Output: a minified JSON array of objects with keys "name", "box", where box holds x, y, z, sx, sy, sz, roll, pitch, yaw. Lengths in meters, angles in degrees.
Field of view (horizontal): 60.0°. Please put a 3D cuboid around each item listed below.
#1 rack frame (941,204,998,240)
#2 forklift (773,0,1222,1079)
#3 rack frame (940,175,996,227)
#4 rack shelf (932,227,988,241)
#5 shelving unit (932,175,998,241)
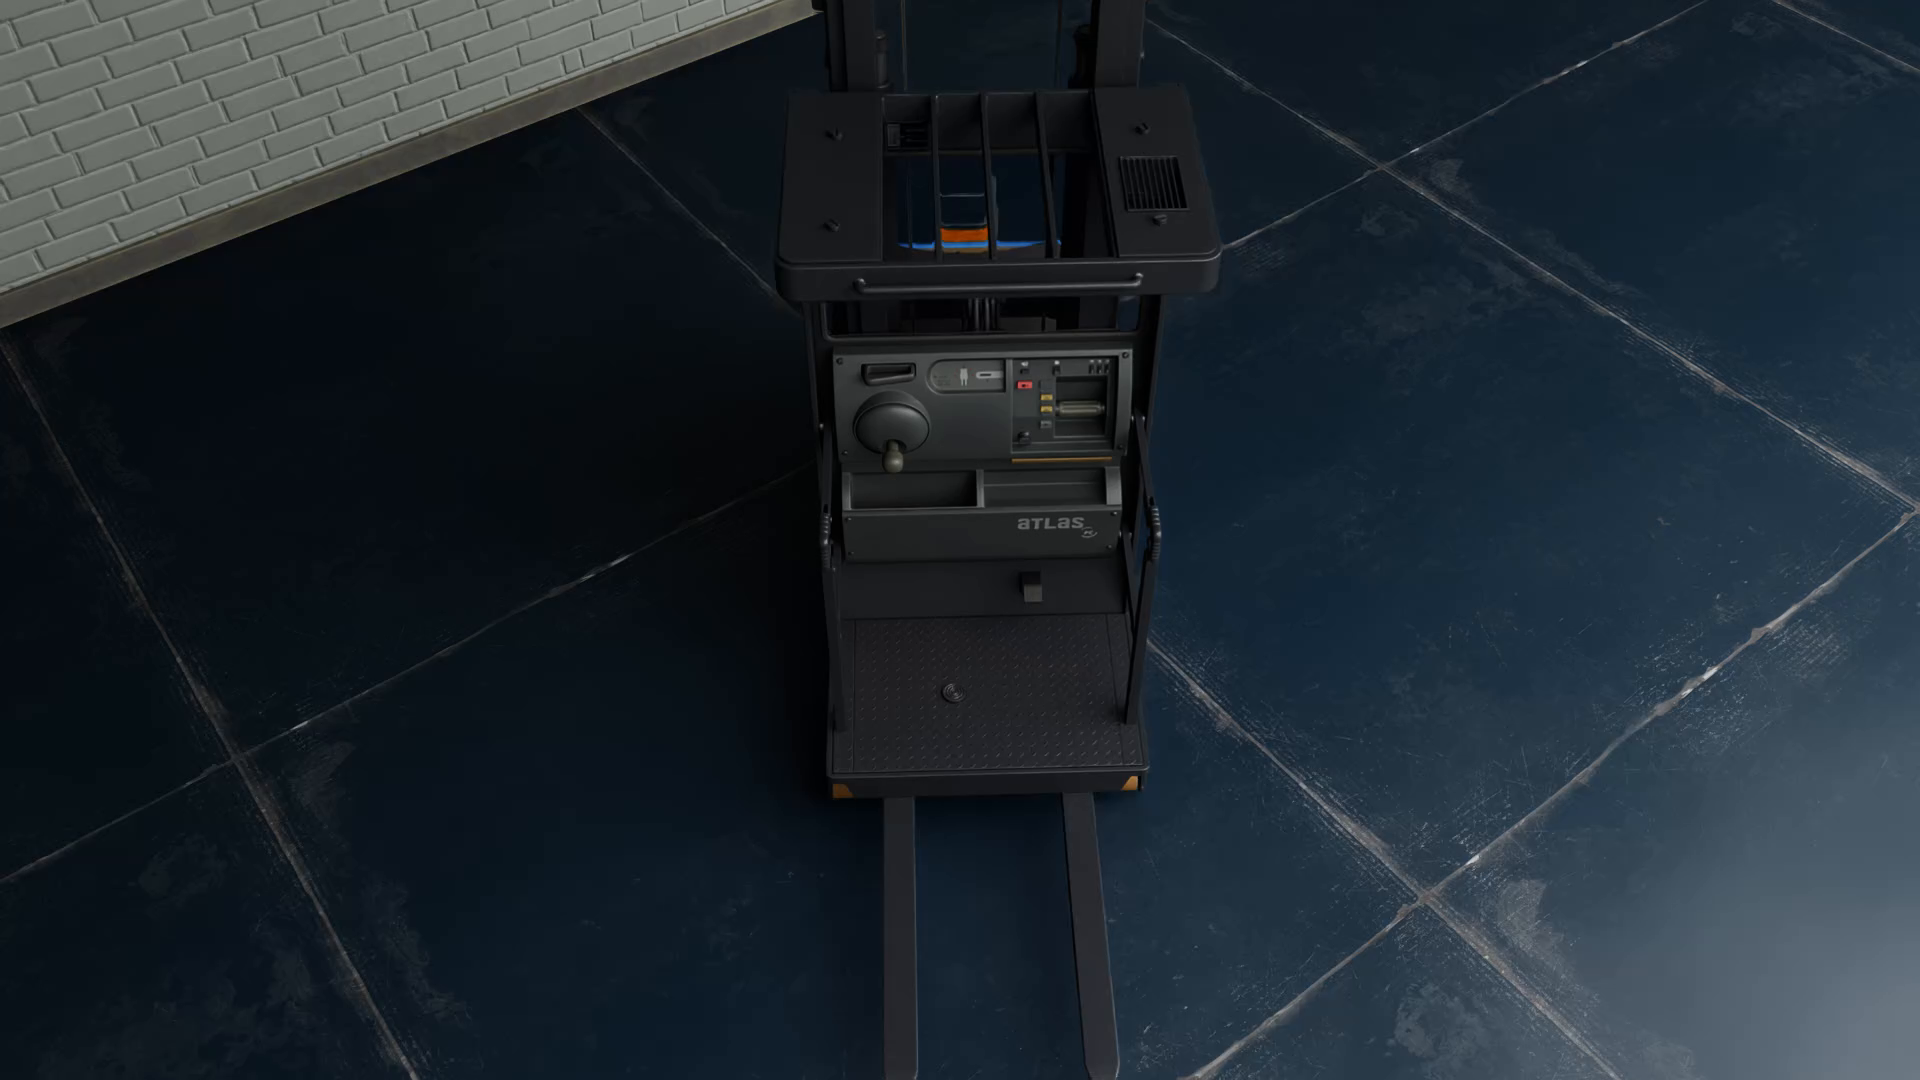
[{"name":"rack frame","box":[0.024,-0.862,6.720,0.240,1.200,0.006,-1,48,-1]},{"name":"forklift","box":[0.080,-0.315,5.056,1.130,2.935,3.031,-1,48,-1]},{"name":"rack frame","box":[0.019,-0.997,6.843,0.240,1.200,0.006,-1,48,-1]},{"name":"rack shelf","box":[0.021,-1.141,6.548,0.258,0.103,0.180,-1,48,-1]},{"name":"shelving unit","box":[0.021,-0.930,6.782,0.258,1.200,0.189,-1,48,-1]}]
